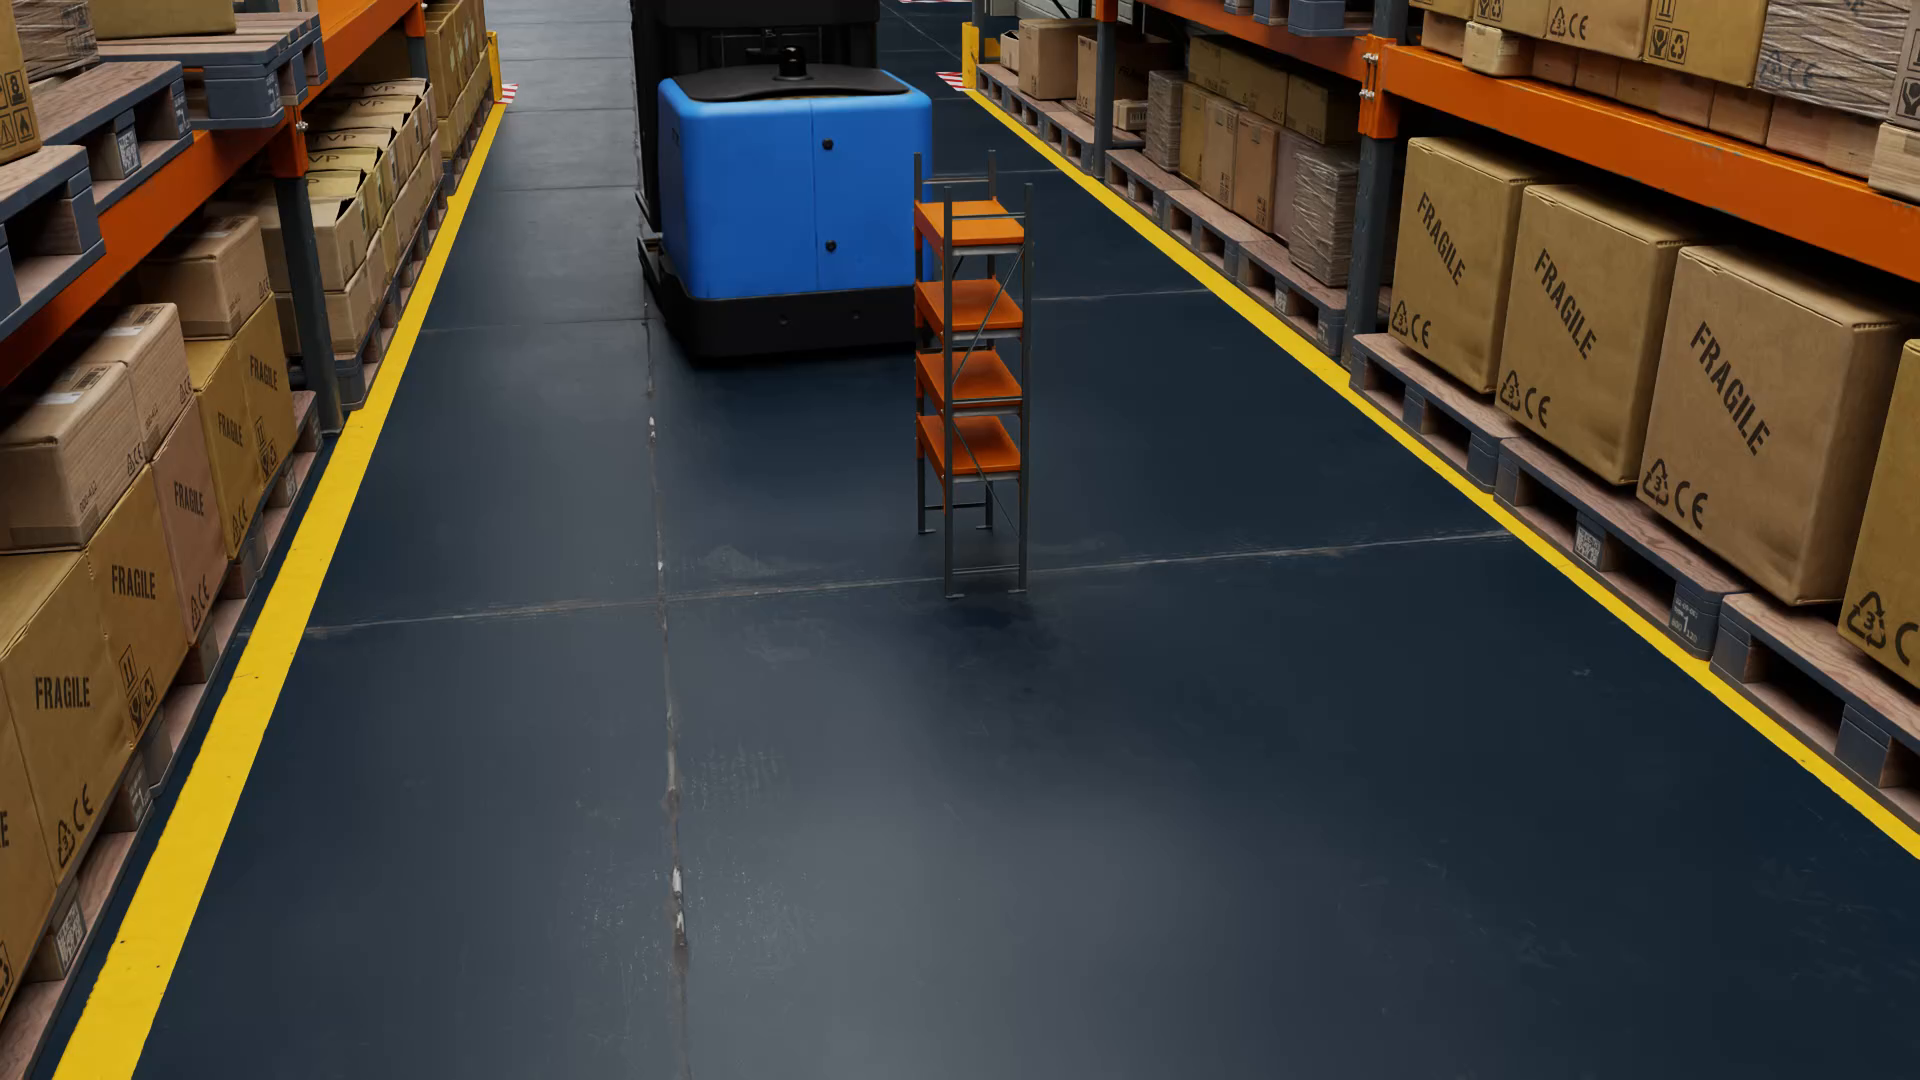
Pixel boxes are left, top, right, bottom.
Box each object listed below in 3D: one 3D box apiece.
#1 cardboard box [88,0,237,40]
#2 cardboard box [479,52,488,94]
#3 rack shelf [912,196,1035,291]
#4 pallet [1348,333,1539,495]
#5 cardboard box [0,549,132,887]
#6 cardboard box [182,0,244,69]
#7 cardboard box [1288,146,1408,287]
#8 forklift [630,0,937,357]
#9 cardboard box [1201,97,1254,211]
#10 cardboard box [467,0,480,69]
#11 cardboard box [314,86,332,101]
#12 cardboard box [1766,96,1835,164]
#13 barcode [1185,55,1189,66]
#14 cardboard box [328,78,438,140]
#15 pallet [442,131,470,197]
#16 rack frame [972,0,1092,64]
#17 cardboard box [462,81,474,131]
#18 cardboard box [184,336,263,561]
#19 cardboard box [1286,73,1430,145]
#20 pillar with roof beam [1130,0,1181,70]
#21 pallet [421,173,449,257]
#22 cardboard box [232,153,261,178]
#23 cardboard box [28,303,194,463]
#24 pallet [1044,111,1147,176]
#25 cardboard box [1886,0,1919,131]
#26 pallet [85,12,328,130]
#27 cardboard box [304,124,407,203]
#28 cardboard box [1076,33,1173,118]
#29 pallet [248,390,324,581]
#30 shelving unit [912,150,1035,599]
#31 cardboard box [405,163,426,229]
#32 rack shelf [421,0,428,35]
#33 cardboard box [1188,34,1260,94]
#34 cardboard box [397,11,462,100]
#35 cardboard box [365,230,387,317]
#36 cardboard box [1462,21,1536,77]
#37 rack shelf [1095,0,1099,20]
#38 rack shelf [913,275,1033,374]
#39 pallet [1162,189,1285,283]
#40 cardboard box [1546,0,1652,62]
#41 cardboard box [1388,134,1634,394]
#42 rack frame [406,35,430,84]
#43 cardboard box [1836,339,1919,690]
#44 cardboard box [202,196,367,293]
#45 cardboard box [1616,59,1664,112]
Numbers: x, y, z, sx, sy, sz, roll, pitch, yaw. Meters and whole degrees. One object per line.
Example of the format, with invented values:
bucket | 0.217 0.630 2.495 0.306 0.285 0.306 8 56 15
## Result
cardboard box | -2.559 -1.743 4.844 0.700 0.500 0.500 -13 27 -27
cardboard box | -3.772 -3.438 12.286 0.500 0.250 0.500 -4 24 -10
rack shelf | 0.031 -0.845 4.704 0.258 0.148 0.480 -4 24 -10
pallet | 2.153 -0.519 6.174 1.003 0.211 1.213 -4 24 -10
cardboard box | -2.007 0.356 3.261 0.500 0.500 0.500 -4 24 -9
cardboard box | -2.811 -1.850 5.848 0.500 0.311 0.500 -3 24 -6
cardboard box | 1.897 -1.448 7.390 0.700 0.500 0.500 -4 24 -9
forklift | -0.987 -2.651 7.658 1.130 2.935 3.031 -6 24 -14
cardboard box | 1.693 -2.050 8.770 0.700 0.500 0.500 -4 24 -9
cardboard box | -3.675 -3.586 11.686 0.500 0.500 0.500 -4 24 -10
cardboard box | -3.695 -2.326 9.038 0.500 0.311 0.500 -4 24 -10
cardboard box | 2.288 -1.048 4.190 0.380 0.149 0.250 -5 24 -11
barcode | 1.477 -3.118 10.816 0.001 0.075 0.075 -4 24 -10
cardboard box | -3.170 -2.369 9.136 0.500 0.311 0.500 -4 24 -10
pallet | -3.632 -2.356 10.379 1.003 0.211 1.213 -4 24 -10
rack frame | 0.602 -5.259 13.543 1.000 3.000 0.127 -4 24 -10
cardboard box | -3.489 -2.849 10.936 0.500 0.250 0.500 -4 24 -10
cardboard box | -2.288 -0.246 4.639 0.500 0.500 0.500 -5 24 -12
cardboard box | 1.853 -2.020 7.764 0.500 0.250 0.500 -4 24 -9
pillar with roof beam | -2.650 -7.478 11.129 9.100 9.000 0.400 -4 24 -10
pallet | -3.352 -1.753 8.999 1.003 0.211 1.213 -4 24 -10
cardboard box | -3.319 -1.524 7.202 0.500 0.311 0.500 -4 24 -10
cardboard box | -2.175 -0.369 3.985 0.500 0.250 0.500 -5 24 -11
pallet | 1.182 -2.669 11.098 1.003 0.211 1.213 -4 24 -10
cardboard box | 2.383 -1.093 3.483 0.500 0.500 0.500 -4 24 -9
pallet | -2.592 -1.395 4.935 1.213 0.211 1.003 -4 24 -10
cardboard box | -2.888 -1.770 7.765 0.500 0.311 0.500 -5 24 -10
cardboard box | 1.110 -3.147 11.281 0.500 0.500 0.500 -6 24 -14
pallet | -2.686 -0.170 5.375 1.003 0.211 1.213 -4 24 -10
shelving unit | 0.031 -0.485 4.861 0.258 1.200 0.503 -4 24 -10
cardboard box | -2.978 -1.708 8.323 0.500 0.250 0.500 -4 24 -9
rack shelf | -3.896 -3.774 11.043 1.077 0.370 4.000 -4 24 -10
cardboard box | 1.579 -2.624 9.147 0.500 0.250 0.500 -5 24 -11
cardboard box | -3.405 -2.995 10.334 0.500 0.500 0.500 -4 24 -10
cardboard box | -2.689 -1.102 6.936 0.500 0.250 0.500 -5 24 -11
cardboard box | 1.918 -1.649 5.567 0.380 0.149 0.250 -4 24 -8
rack shelf | 0.971 -4.143 11.886 1.077 0.370 4.000 -4 24 -10
rack shelf | 0.031 -0.628 4.798 0.258 0.148 0.480 -4 24 -10
pallet | 1.716 -1.621 8.697 1.003 0.211 1.213 -4 24 -10
cardboard box | 2.098 -1.692 4.854 0.500 0.500 0.500 -4 24 -10
cardboard box | 2.088 -1.021 6.000 0.750 0.750 0.750 -5 24 -10
rack frame | -3.526 -3.317 9.098 1.000 3.000 0.127 -4 24 -10
cardboard box | 2.573 0.008 3.646 0.750 0.750 0.750 -4 24 -9
cardboard box | -2.595 -1.161 6.371 0.500 0.311 0.500 -4 24 -8
cardboard box | 2.179 -1.356 4.895 0.380 0.149 0.250 -4 24 -9
